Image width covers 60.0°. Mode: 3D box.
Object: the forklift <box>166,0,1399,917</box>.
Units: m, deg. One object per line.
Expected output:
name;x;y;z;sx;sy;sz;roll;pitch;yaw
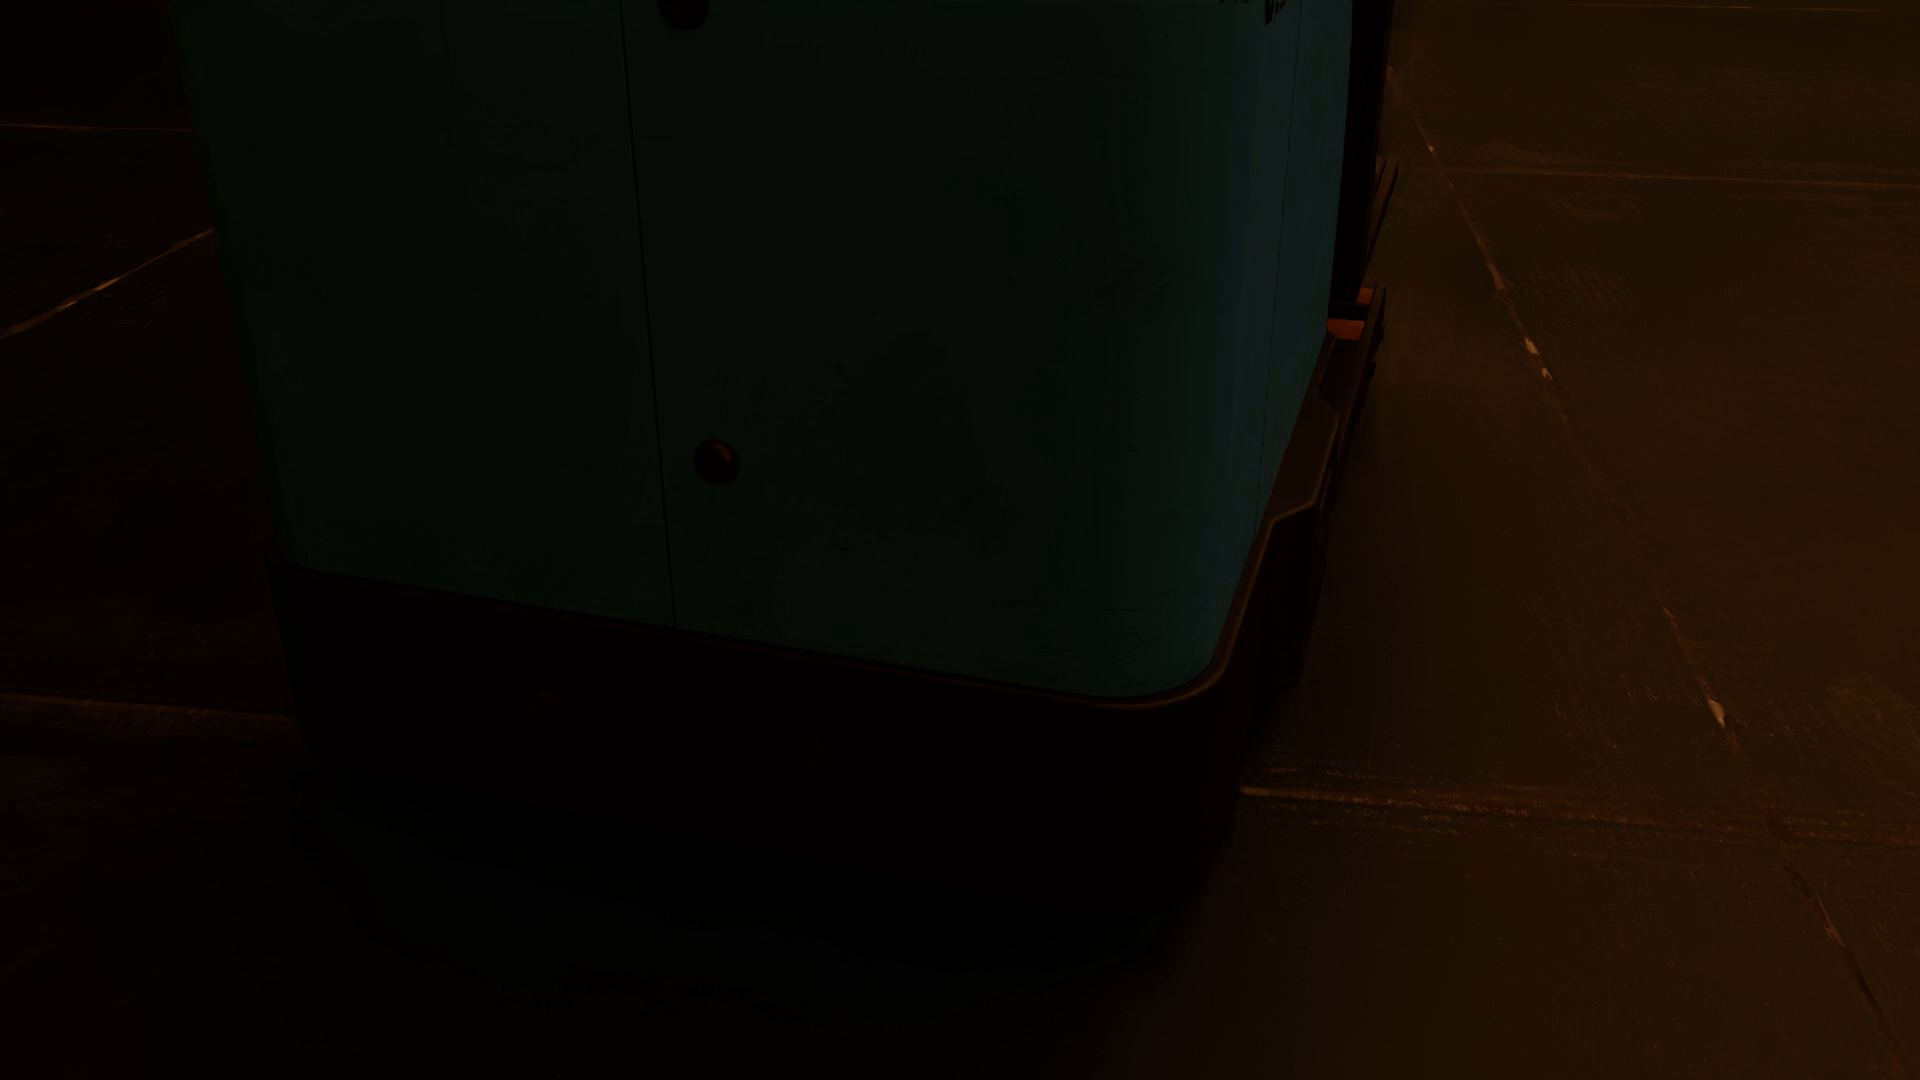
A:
forklift;0.171;-1.585;2.393;1.130;2.935;3.031;8;28;15
